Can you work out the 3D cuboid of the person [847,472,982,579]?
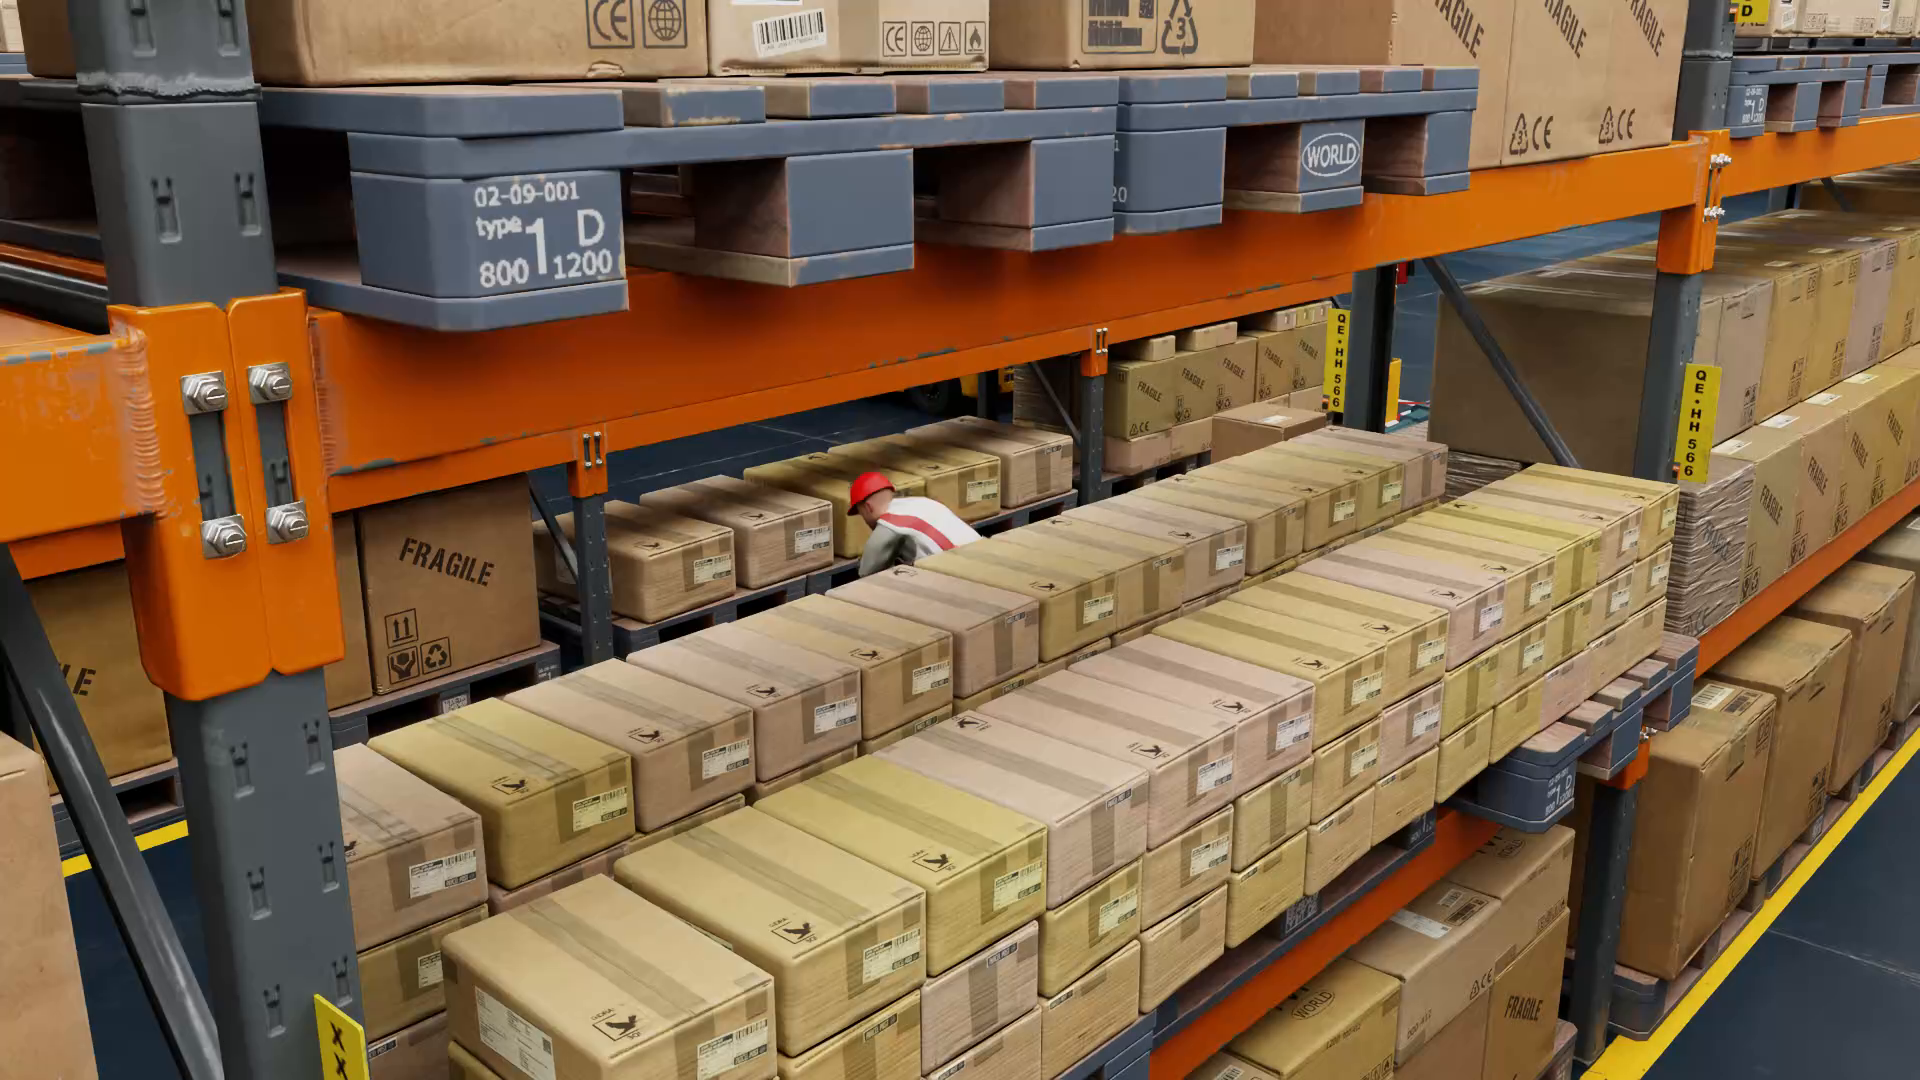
[{"bbox_3d":[-0.169,0.255,7.871,0.866,1.090,0.571,14,22,39],"label":"person"}]
